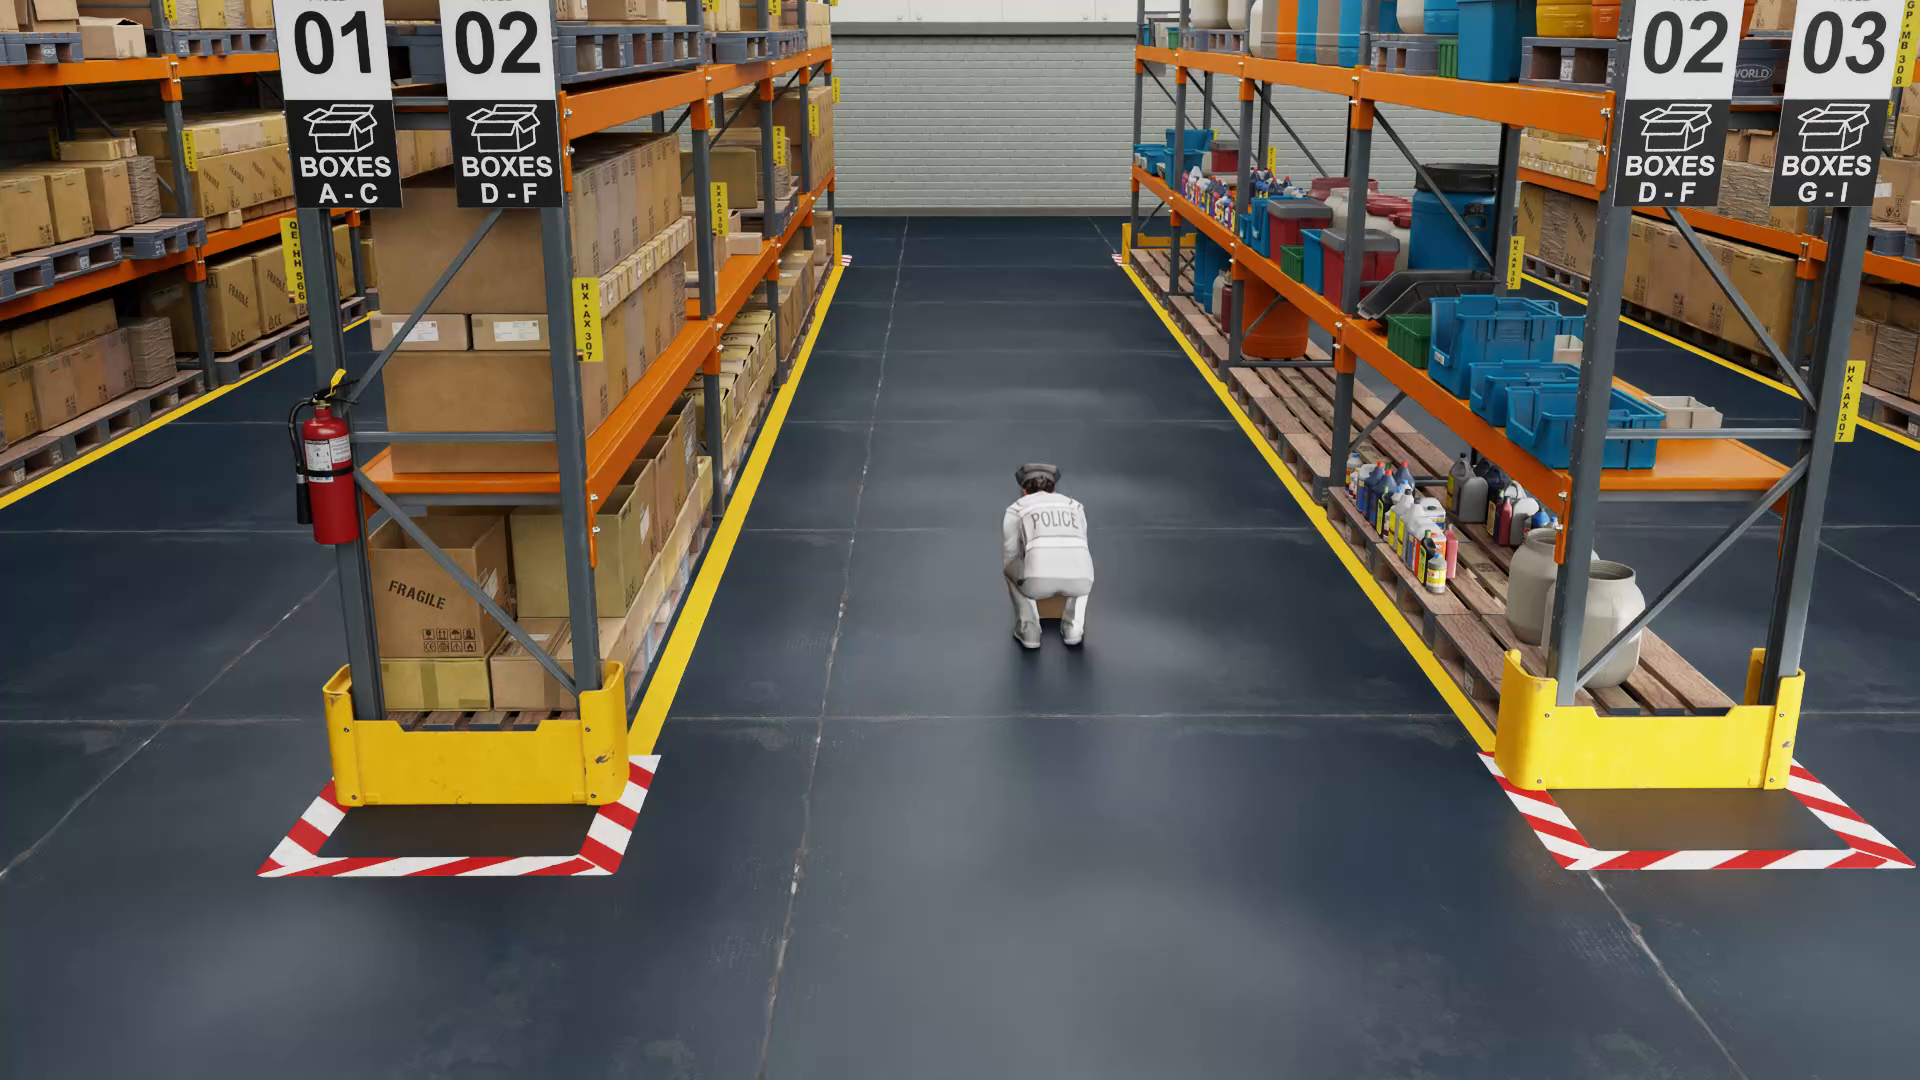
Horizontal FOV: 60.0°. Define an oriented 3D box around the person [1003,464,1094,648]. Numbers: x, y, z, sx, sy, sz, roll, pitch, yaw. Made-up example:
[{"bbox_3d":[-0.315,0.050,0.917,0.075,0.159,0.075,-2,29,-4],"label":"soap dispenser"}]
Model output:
[{"bbox_3d":[0.463,0.079,8.671,0.471,0.857,0.858,0,17,-1],"label":"person"}]
